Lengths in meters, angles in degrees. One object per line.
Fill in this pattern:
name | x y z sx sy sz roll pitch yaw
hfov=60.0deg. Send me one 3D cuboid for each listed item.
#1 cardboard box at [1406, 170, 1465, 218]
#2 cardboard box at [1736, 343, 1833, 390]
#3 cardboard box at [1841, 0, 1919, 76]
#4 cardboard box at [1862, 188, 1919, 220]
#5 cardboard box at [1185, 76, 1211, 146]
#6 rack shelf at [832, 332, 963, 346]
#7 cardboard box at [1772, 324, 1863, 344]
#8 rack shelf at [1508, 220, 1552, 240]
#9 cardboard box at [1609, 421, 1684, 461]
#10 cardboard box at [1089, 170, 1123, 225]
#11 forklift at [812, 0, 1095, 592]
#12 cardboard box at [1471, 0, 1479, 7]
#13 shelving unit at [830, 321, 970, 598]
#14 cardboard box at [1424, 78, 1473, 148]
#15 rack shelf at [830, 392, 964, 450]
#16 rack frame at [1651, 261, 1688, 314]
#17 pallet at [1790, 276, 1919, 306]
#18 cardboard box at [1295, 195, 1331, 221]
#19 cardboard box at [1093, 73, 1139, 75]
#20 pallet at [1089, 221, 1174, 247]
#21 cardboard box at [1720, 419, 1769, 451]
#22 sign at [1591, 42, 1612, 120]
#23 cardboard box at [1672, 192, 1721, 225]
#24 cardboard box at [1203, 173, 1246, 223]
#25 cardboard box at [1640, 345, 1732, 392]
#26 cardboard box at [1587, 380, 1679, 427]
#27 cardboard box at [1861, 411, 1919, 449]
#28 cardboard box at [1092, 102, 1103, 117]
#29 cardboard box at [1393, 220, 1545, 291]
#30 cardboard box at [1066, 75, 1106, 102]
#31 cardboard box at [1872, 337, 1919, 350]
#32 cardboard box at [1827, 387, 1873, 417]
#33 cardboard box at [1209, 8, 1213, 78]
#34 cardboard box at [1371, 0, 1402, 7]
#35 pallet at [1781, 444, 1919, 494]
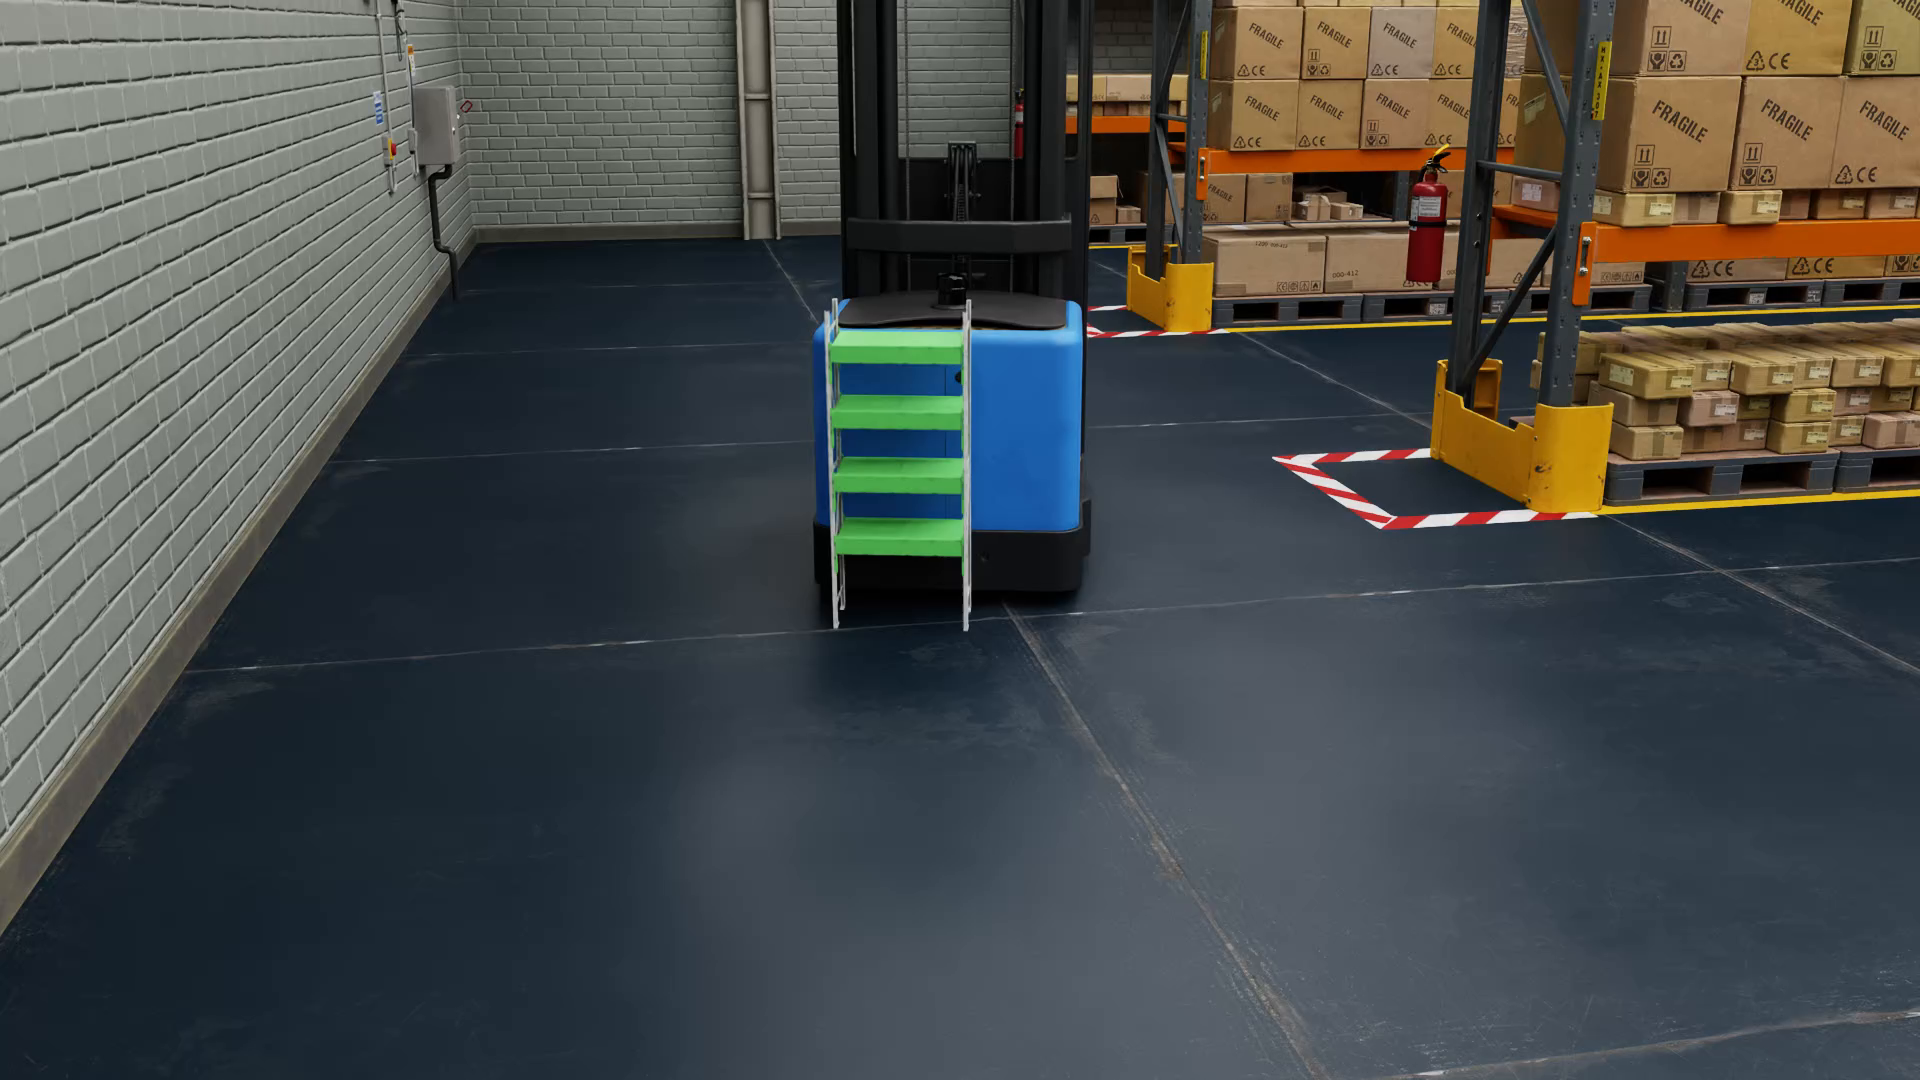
cardboard box | 5.128 -3.769 18.015 0.500 0.500 0.500 -2 17 -8
cardboard box | 3.992 -0.844 8.079 0.250 0.149 0.380 -4 18 -13
cardboard box | 4.167 -2.395 7.620 0.500 0.500 0.500 -4 17 -12
cardboard box | 4.310 -1.623 7.914 0.250 0.149 0.380 -4 17 -12
cardboard box | 2.051 -3.298 12.771 0.500 0.500 0.500 -3 17 -10
rack shelf | -0.218 -0.713 5.975 0.457 0.021 0.221 1 19 3
cardboard box | 4.425 -1.009 8.616 0.250 0.149 0.380 -4 17 -12
rack shelf | 4.630 -1.562 8.269 3.687 0.071 0.831 -3 17 -10
cardboard box | 3.241 -0.501 7.974 0.250 0.149 0.380 -3 17 -9
cardboard box | 1.301 -3.592 17.435 0.637 0.503 0.797 -4 18 -13
forklift | 0.039 -1.584 7.476 1.130 2.935 3.031 1 17 3
cardboard box | 3.808 -4.026 12.333 0.250 0.149 0.380 -3 17 -10
shelving unit | -0.213 -0.269 6.129 0.487 1.046 0.258 1 19 3
cardboard box | 3.637 -3.231 12.552 0.500 0.500 0.500 -3 17 -9
rack shelf | -0.217 -0.436 6.072 0.480 0.148 0.258 1 19 3
rack frame | 5.555 -3.370 13.175 0.127 3.000 1.000 -3 17 -10
pallet | 7.499 -2.171 14.020 1.213 0.211 1.003 -3 17 -10
cardboard box | 3.768 -3.559 17.731 0.258 0.266 0.396 -3 17 -8
cardboard box | 1.590 -4.779 17.511 0.500 0.250 0.500 -3 17 -10
pallet | 1.540 -3.294 17.676 1.213 0.211 1.003 -3 17 -10
cardboard box | 3.725 -0.555 8.149 0.250 0.149 0.380 -3 17 -10
sign | 2.769 -1.983 7.186 0.005 0.325 0.100 -3 17 -10
cardboard box | 3.289 -1.555 7.695 0.250 0.149 0.380 -3 17 -8
cardboard box | 2.686 -3.628 17.556 0.500 0.500 0.500 -3 17 -9
cardboard box | 3.493 -0.830 8.031 0.250 0.149 0.380 -3 17 -9
cardboard box | 6.130 -0.860 8.545 6.161 0.500 0.689 -3 17 -8
cardboard box | 4.491 -0.568 8.192 0.250 0.149 0.380 -4 18 -13
cardboard box | 1.298 -4.425 17.036 0.250 0.149 0.380 -3 17 -9
cardboard box | 4.040 -2.292 13.314 0.875 0.438 0.875 -4 17 -12
cardboard box | 1.179 -4.596 16.916 0.500 0.250 0.500 -3 17 -10
cardboard box | 4.762 -0.900 8.260 0.250 0.149 0.380 -3 17 -10
cardboard box | 4.247 -0.725 8.195 0.250 0.149 0.380 -4 18 -13
cardboard box | 2.056 -3.768 12.599 0.500 0.500 0.500 -3 17 -9
cardboard box | 3.053 -3.989 12.213 0.250 0.149 0.380 -3 17 -10
pallet | 4.741 -0.499 8.577 1.213 0.211 1.003 -3 17 -10
